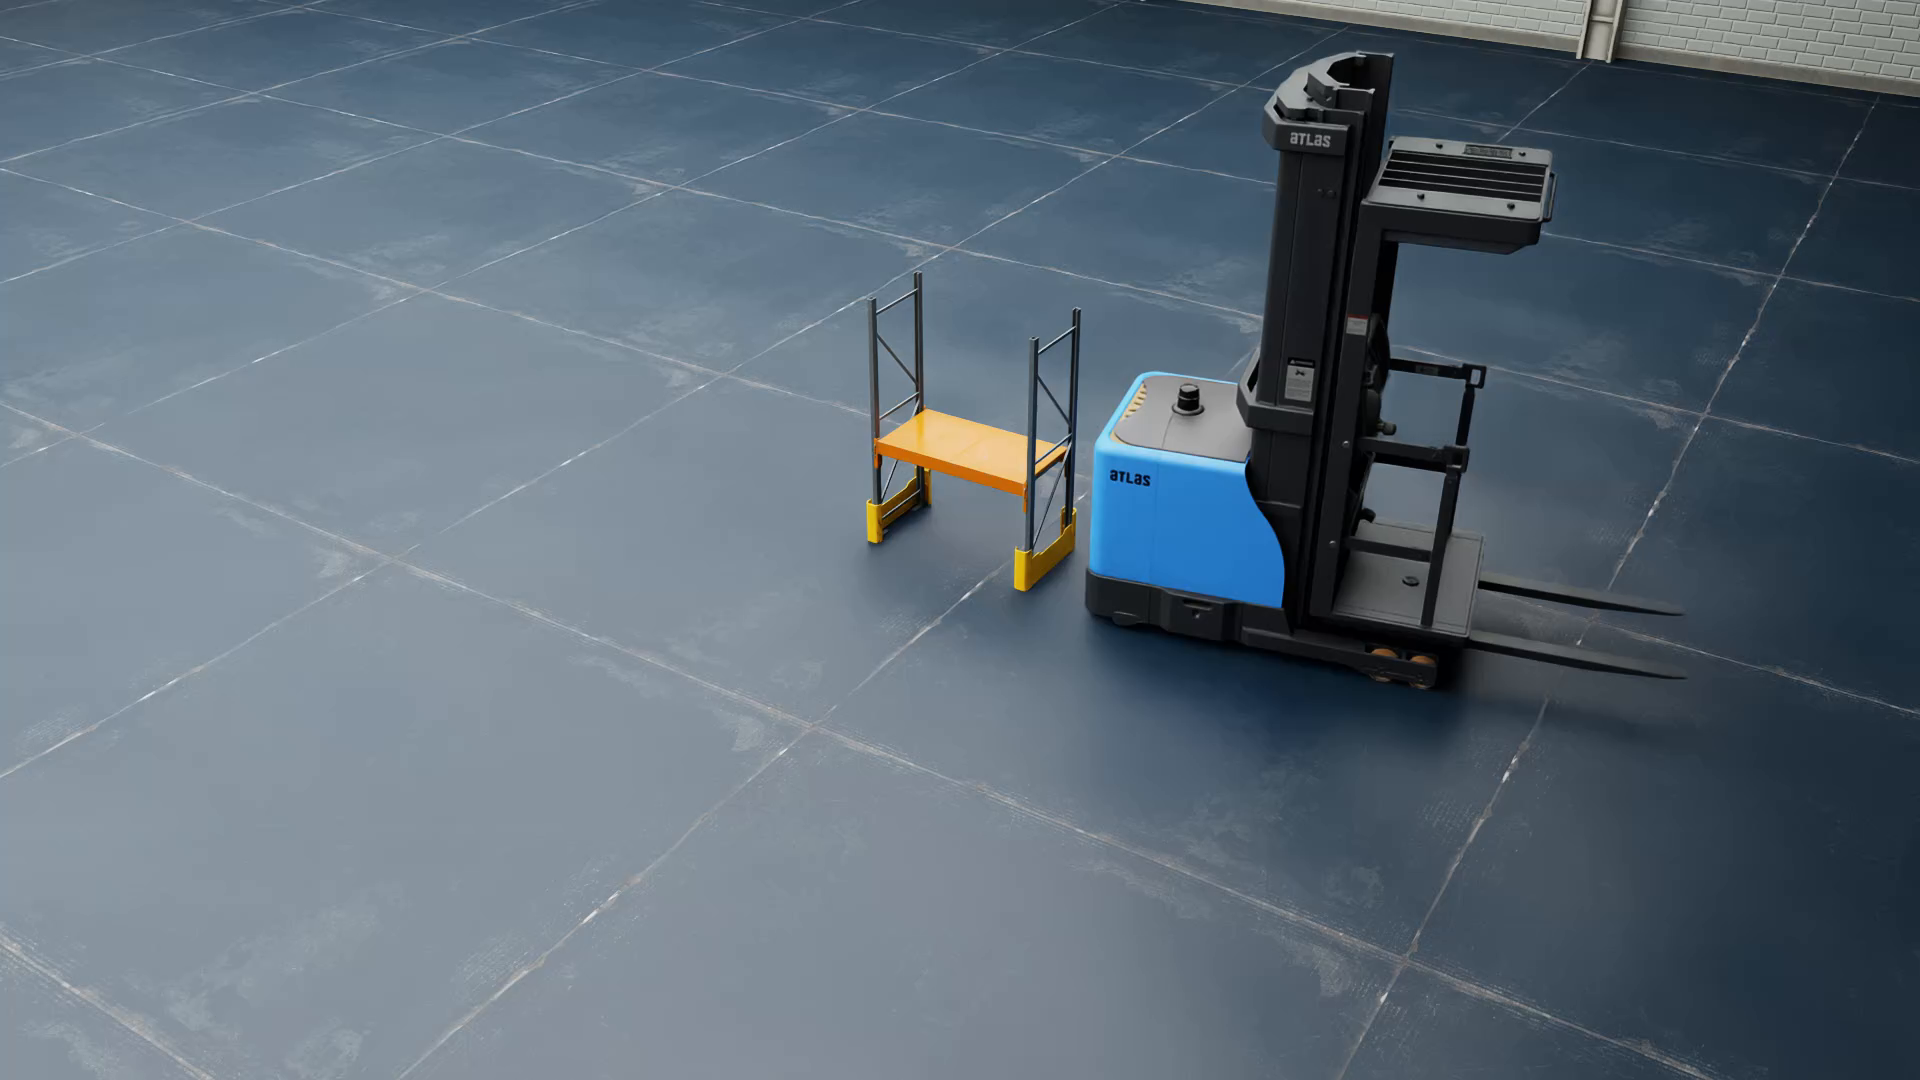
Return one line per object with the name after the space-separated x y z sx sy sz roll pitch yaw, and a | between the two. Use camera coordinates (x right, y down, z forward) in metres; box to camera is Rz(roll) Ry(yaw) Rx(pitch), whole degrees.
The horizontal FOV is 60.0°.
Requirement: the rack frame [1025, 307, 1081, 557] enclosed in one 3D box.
0.503 -0.489 9.099 0.032 1.500 0.500 18 35 27 | rack frame

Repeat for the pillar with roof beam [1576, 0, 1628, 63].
5.133 -7.673 13.973 0.400 9.000 9.100 18 35 27 | pillar with roof beam

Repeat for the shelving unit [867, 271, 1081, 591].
0.065 -0.627 9.337 1.083 1.500 0.587 18 35 27 | shelving unit

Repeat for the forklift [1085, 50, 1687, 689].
2.249 -0.812 8.233 3.031 2.935 1.130 10 32 17 | forklift

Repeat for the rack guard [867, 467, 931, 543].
-0.357 -0.221 9.881 0.087 0.250 0.587 18 35 27 | rack guard

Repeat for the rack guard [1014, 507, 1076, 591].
0.486 0.046 9.423 0.087 0.250 0.587 18 35 27 | rack guard

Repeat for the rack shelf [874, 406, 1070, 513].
0.072 -0.470 9.424 1.000 0.185 0.538 18 35 27 | rack shelf

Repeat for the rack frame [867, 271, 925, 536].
-0.358 -0.761 9.566 0.032 1.500 0.500 18 35 27 | rack frame
